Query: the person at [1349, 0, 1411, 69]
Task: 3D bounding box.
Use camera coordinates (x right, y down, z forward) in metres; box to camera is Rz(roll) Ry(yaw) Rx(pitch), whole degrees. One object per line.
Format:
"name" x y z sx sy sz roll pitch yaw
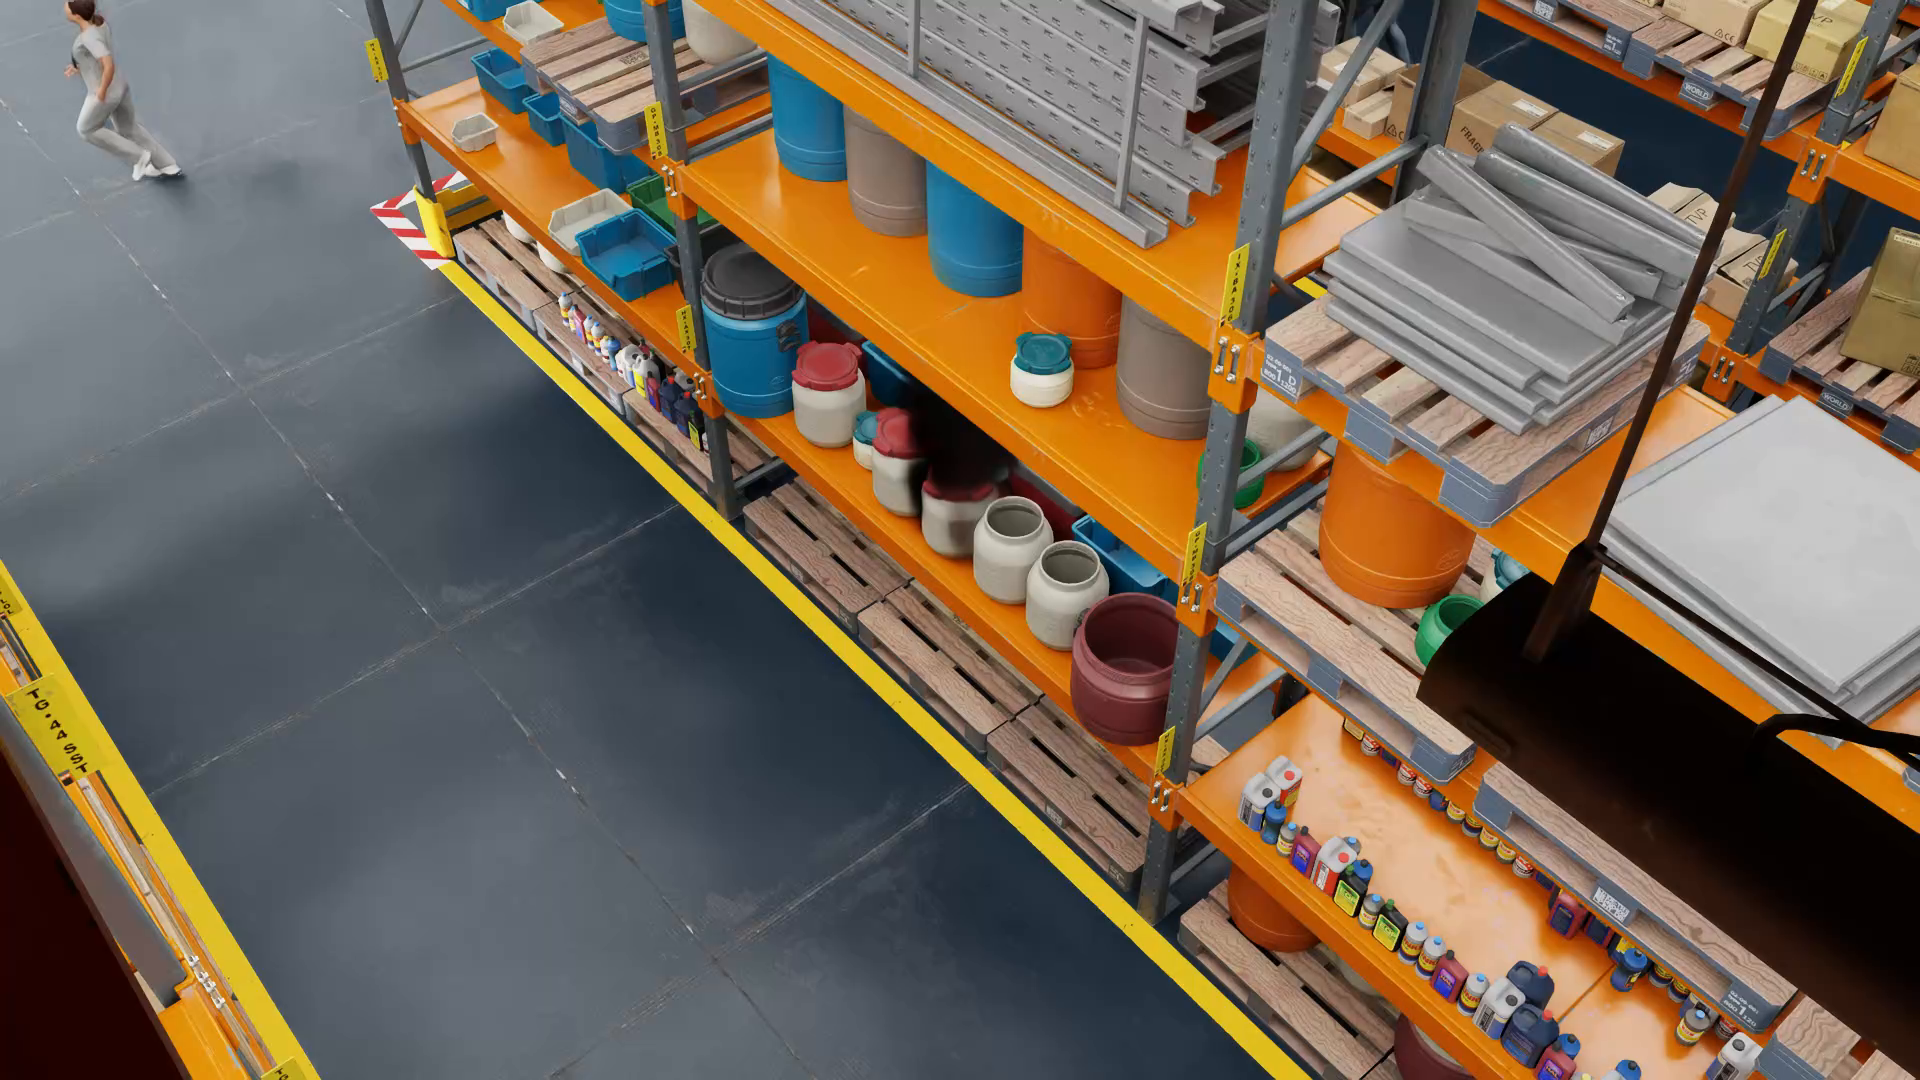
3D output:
"person" 3.614 -4.745 14.258 0.640 1.796 0.890 -36 56 -29

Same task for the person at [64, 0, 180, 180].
"person" -6.795 -3.573 13.251 0.599 1.611 0.575 -5 47 -5
